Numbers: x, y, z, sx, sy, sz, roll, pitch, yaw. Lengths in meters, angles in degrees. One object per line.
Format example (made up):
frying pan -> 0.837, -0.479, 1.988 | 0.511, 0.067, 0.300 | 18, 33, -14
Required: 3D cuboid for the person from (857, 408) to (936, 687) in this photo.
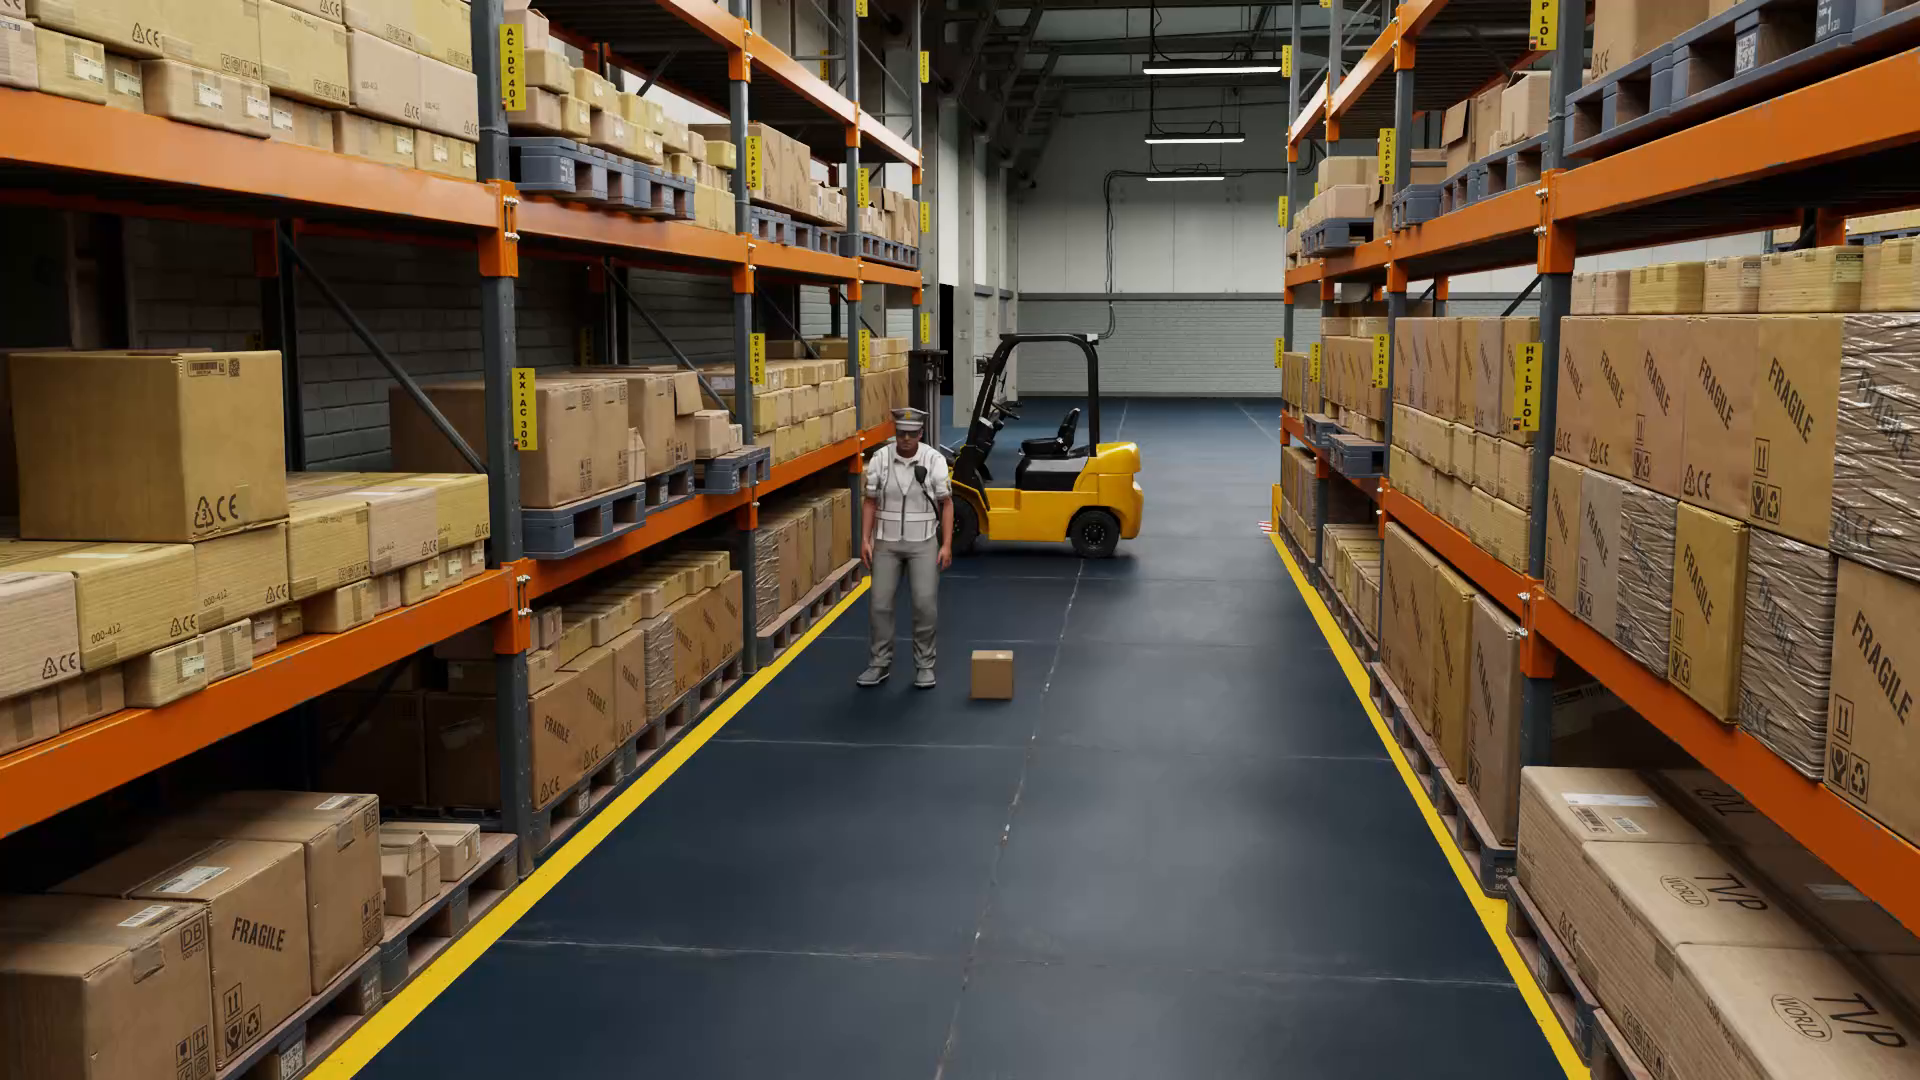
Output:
person -> -0.395, 0.042, 10.448 | 0.500, 1.747, 0.329 | 1, 8, 7
